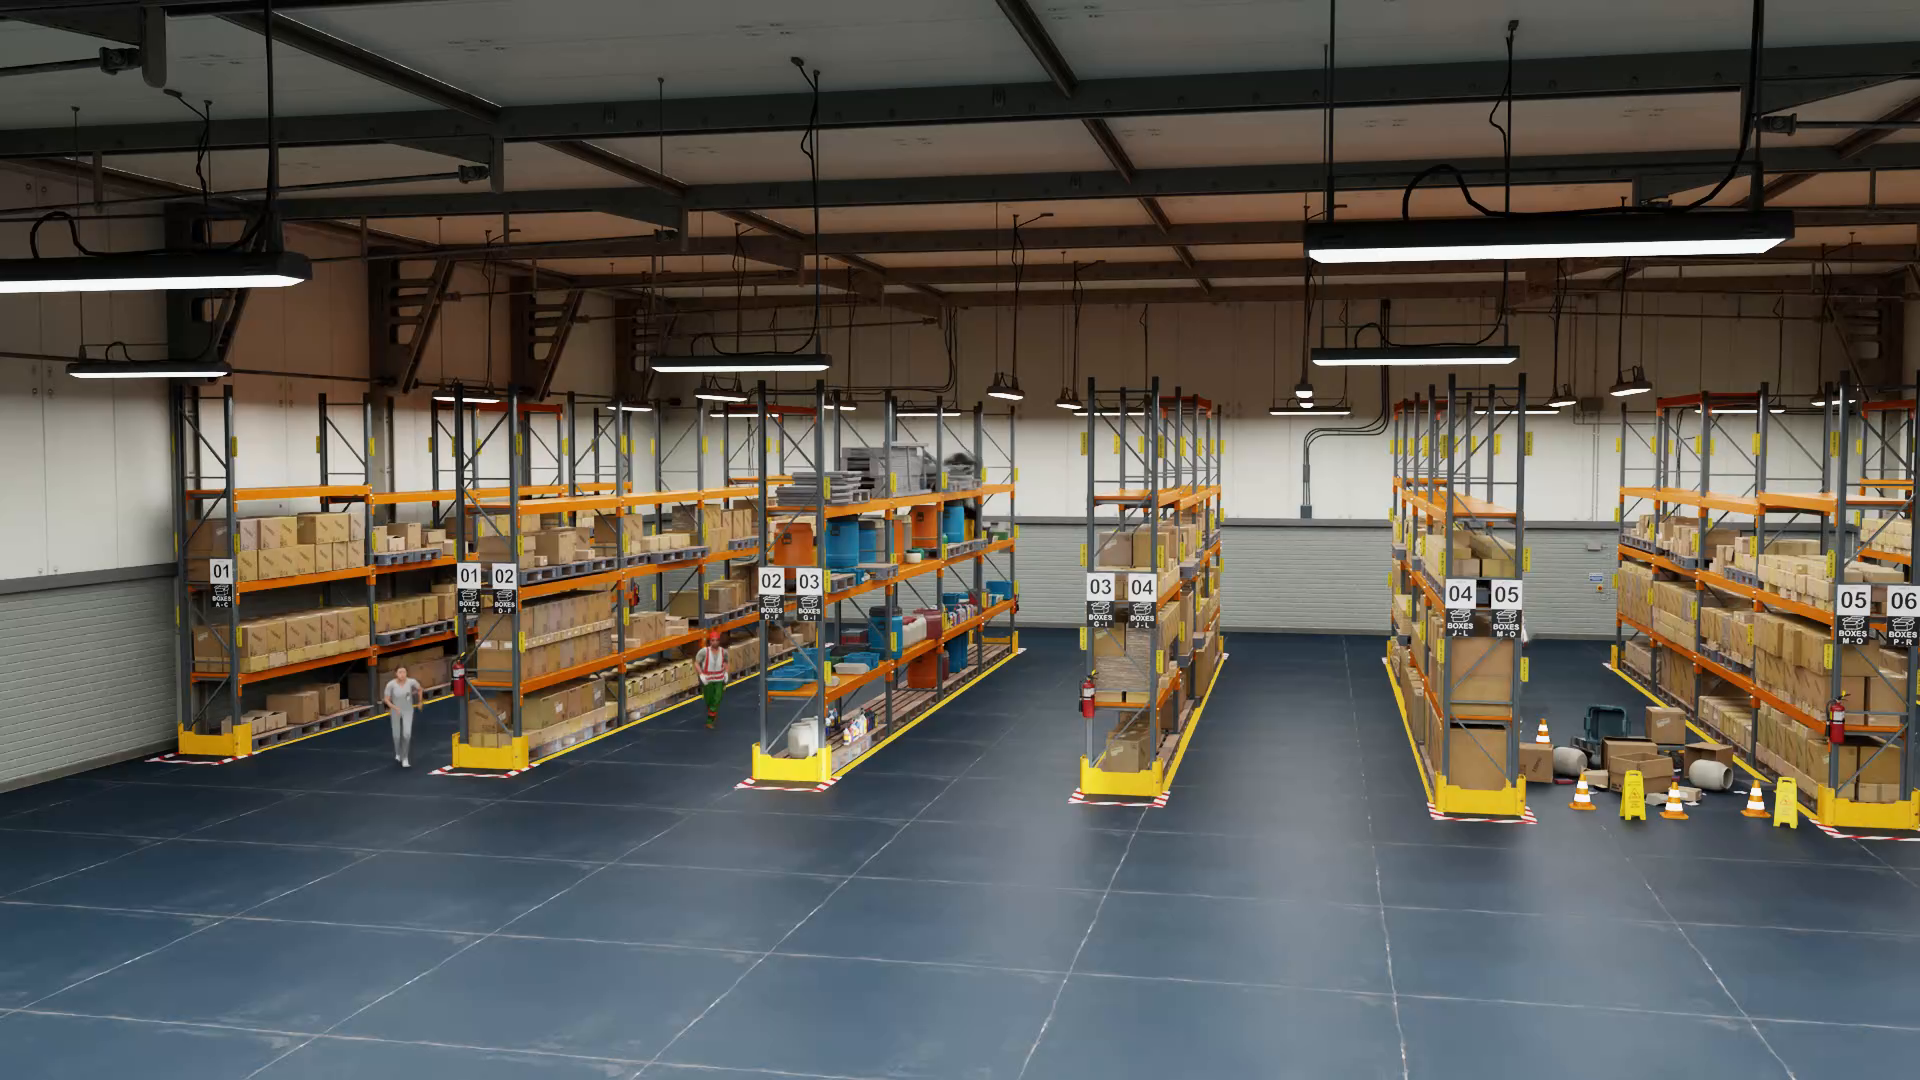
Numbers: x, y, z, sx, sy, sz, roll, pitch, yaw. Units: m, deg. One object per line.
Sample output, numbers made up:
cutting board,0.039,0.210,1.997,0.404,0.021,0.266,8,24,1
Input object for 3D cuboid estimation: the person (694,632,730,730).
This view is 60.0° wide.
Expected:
person,-4.408,2.487,29.606,0.650,1.734,0.626,-1,3,-15

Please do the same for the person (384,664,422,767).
person,-8.754,2.749,26.164,0.555,1.647,0.826,-1,3,-14

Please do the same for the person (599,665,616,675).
person,-7.435,2.282,35.066,0.601,1.623,0.781,-2,4,-29

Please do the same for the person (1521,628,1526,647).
person,10.997,2.275,33.372,0.697,1.712,0.564,1,3,12
